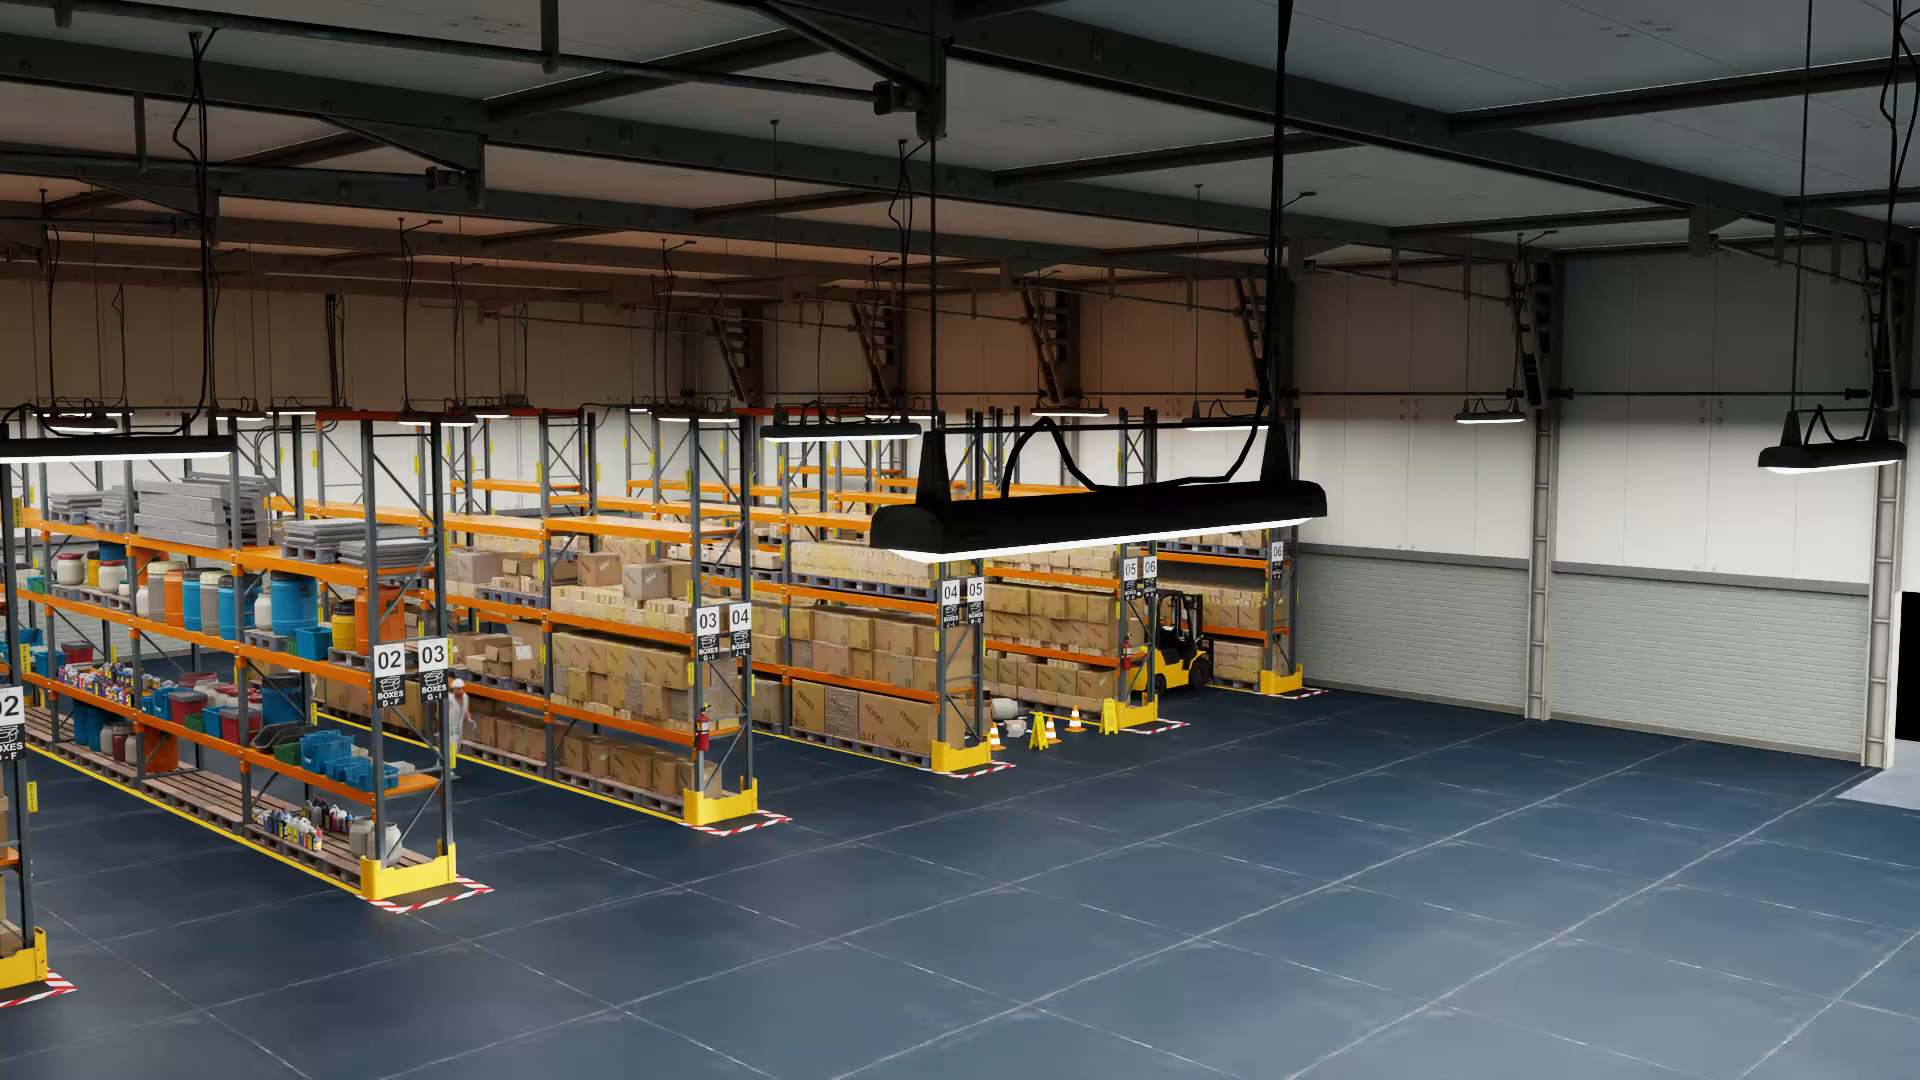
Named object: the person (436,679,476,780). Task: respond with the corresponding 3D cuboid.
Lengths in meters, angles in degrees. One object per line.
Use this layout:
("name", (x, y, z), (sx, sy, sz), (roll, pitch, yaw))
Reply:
("person", (-8.361, 3.078, 27.244), (0.866, 1.695, 0.654), (2, 6, 26))

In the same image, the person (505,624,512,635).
("person", (-10.741, 1.858, 40.603), (0.682, 1.762, 0.798), (3, 6, 34))

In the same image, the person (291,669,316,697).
("person", (-12.257, 2.838, 30.903), (0.840, 1.516, 0.614), (3, 6, 28))
